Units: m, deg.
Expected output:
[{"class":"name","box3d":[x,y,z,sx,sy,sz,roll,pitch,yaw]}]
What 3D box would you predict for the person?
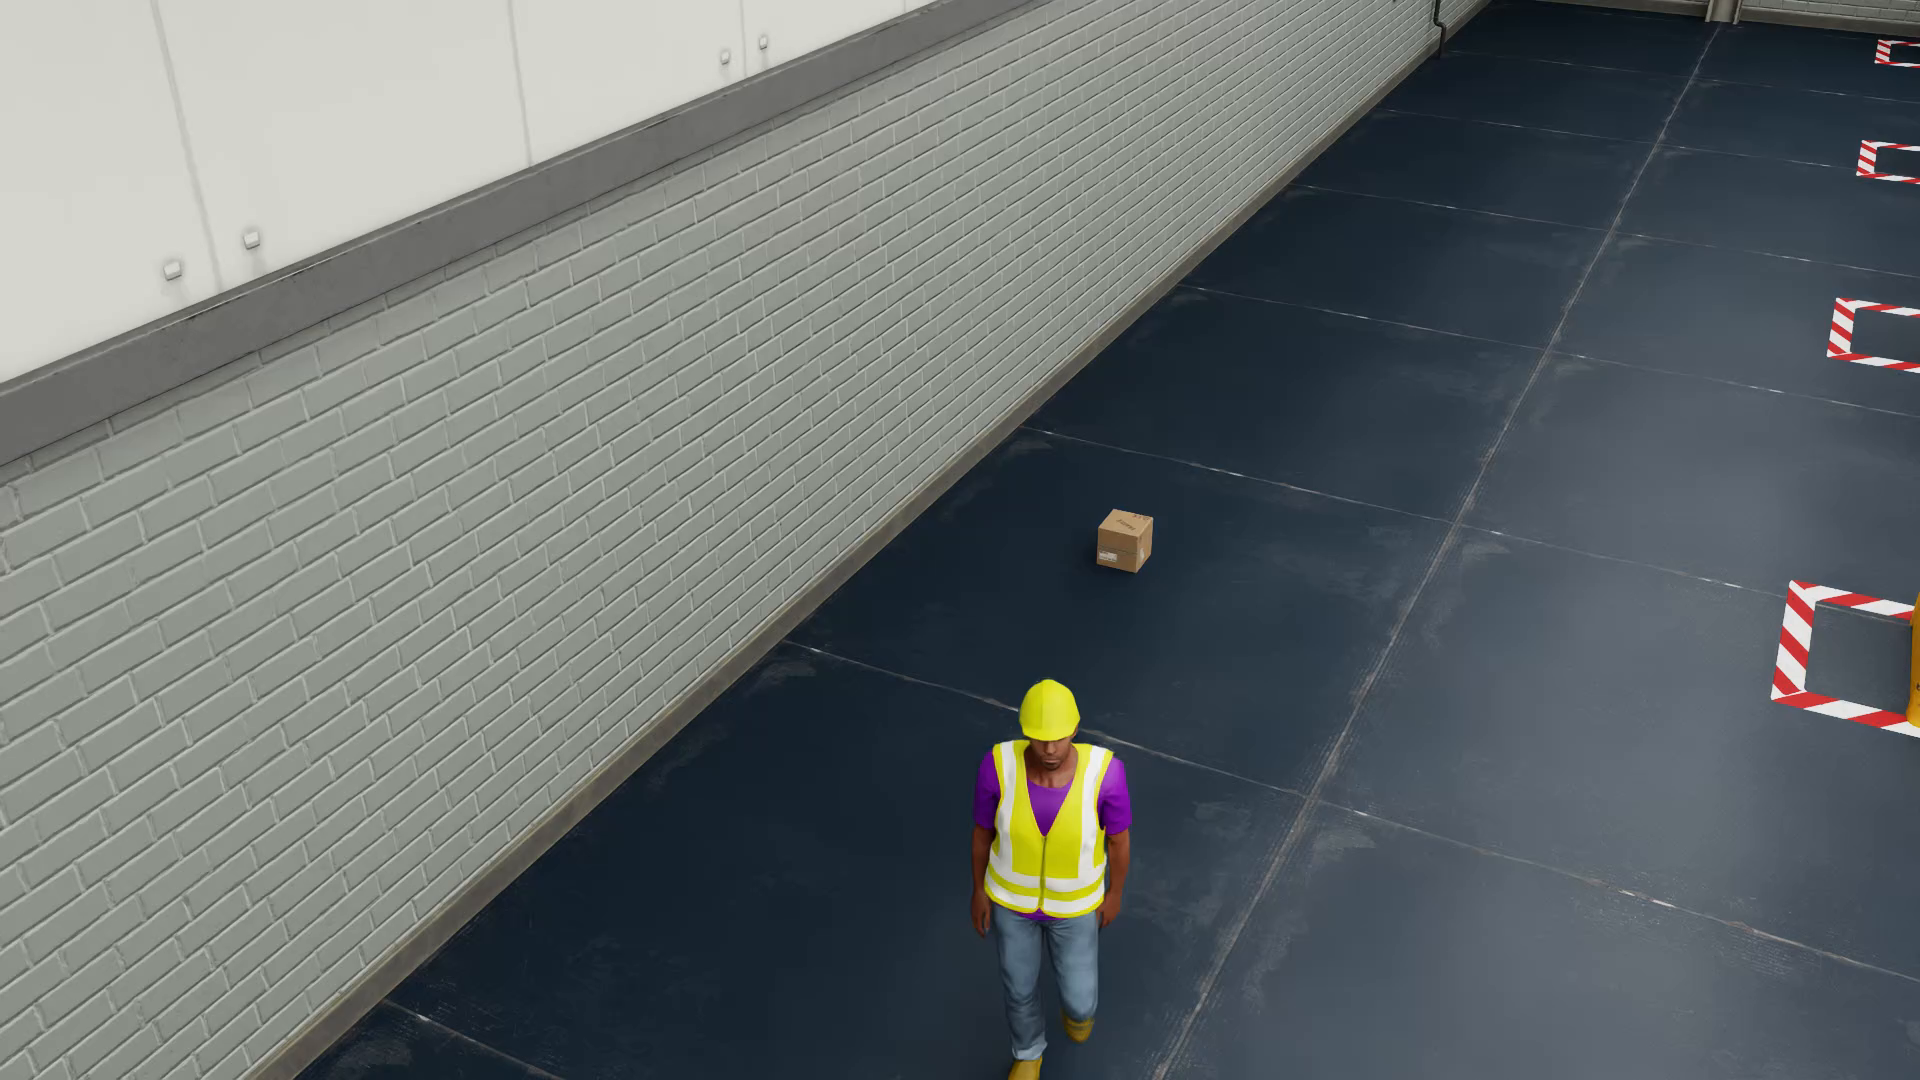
[{"class":"person","box3d":[0.321,1.261,6.027,0.570,1.754,0.530,4,30,7]}]
